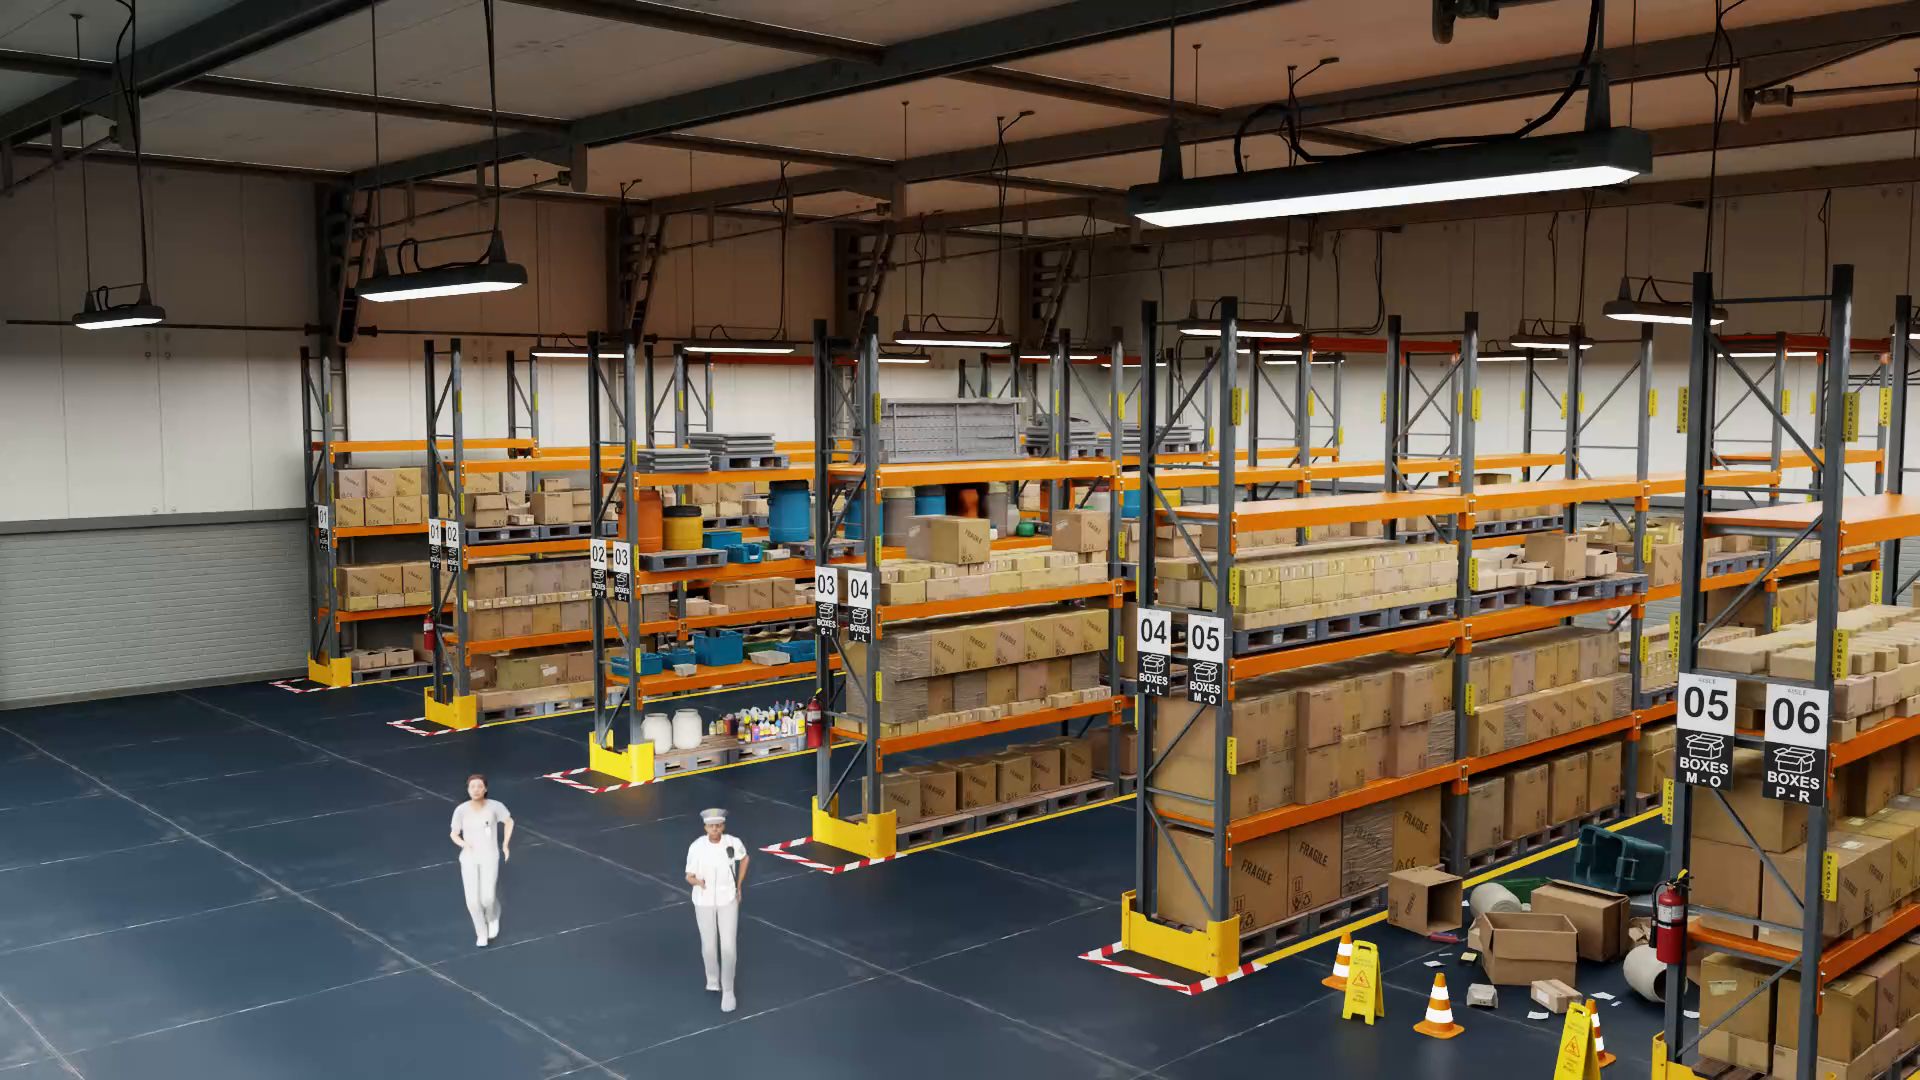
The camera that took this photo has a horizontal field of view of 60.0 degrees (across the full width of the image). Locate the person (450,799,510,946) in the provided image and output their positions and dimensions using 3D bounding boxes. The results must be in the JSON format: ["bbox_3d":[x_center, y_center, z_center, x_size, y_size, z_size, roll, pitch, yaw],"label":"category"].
[{"bbox_3d":[-4.462,3.112,15.470,0.521,1.382,0.542,-1,5,-8],"label":"person"}]

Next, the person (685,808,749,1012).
[{"bbox_3d":[-2.053,3.098,14.059,0.523,1.733,0.765,0,5,-5],"label":"person"}]

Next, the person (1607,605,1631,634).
[{"bbox_3d":[11.714,1.733,29.255,0.688,1.728,0.912,0,5,3],"label":"person"}]
